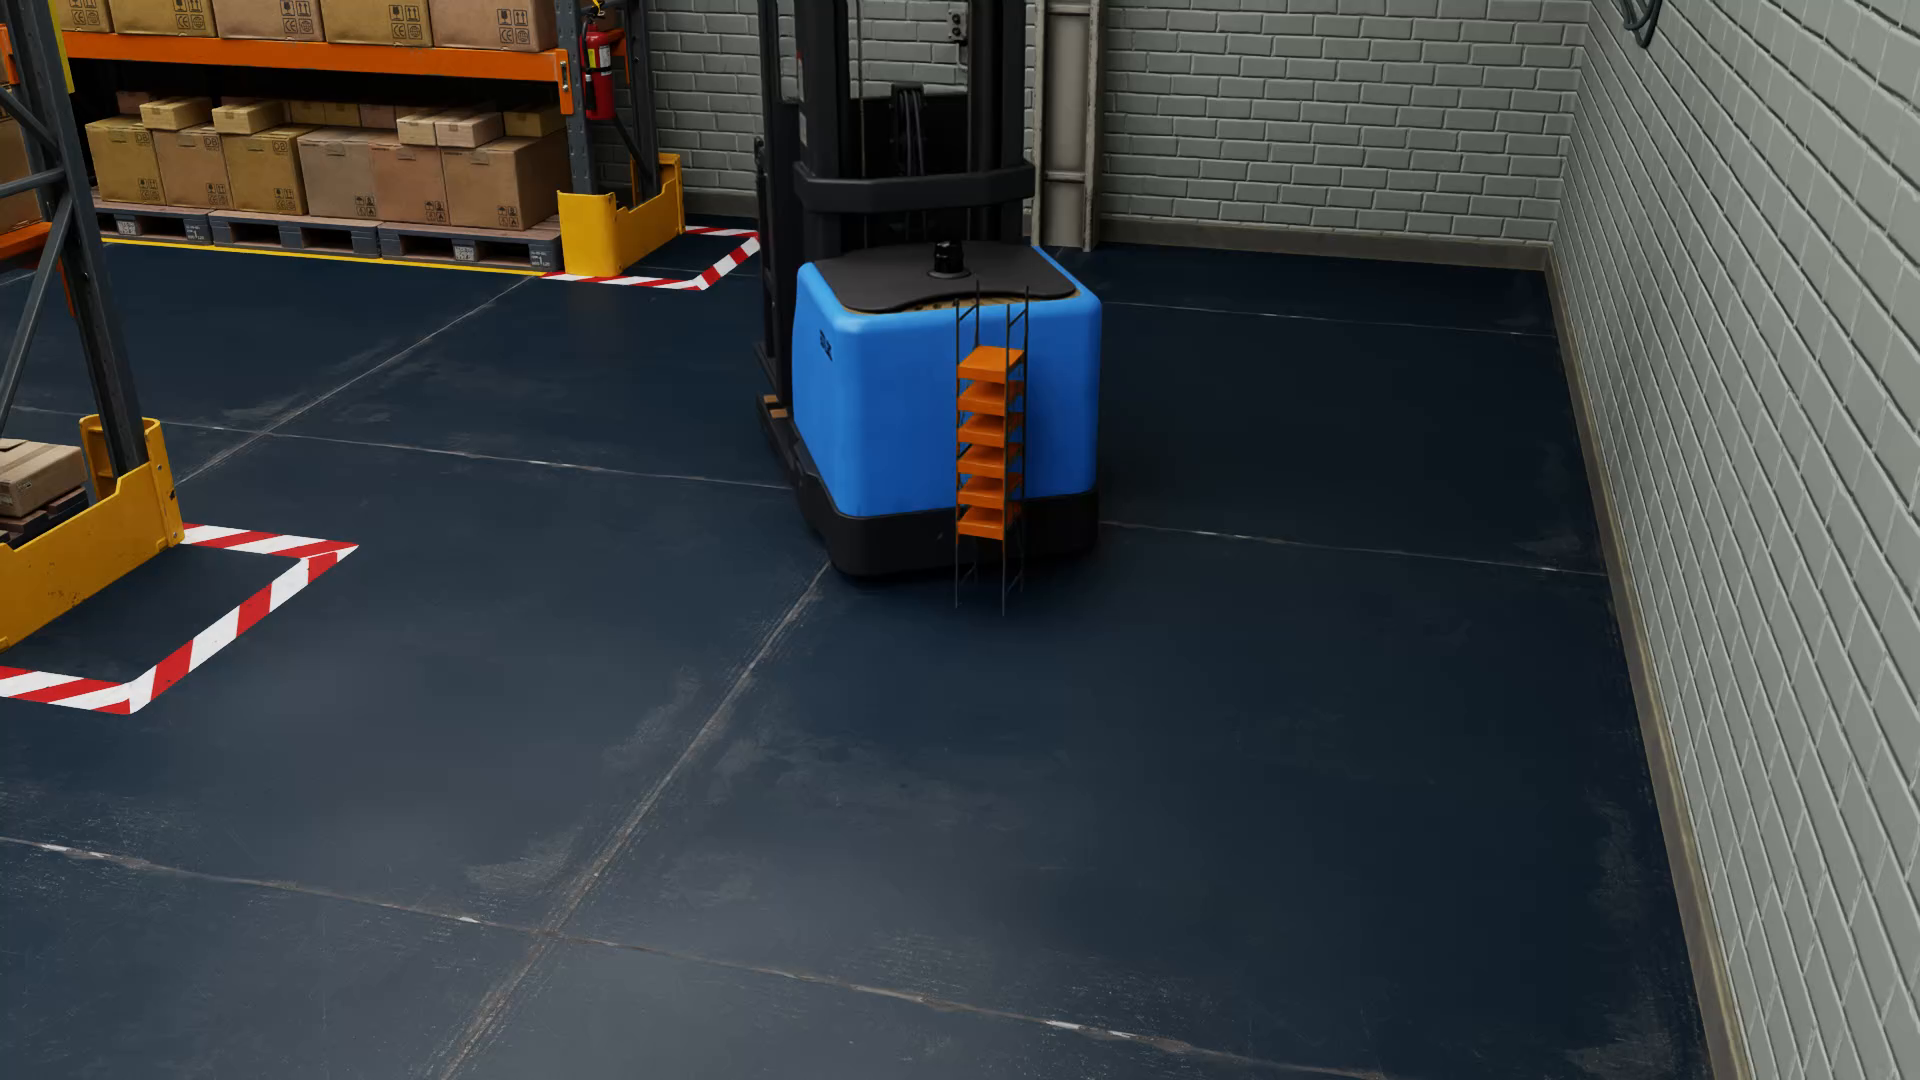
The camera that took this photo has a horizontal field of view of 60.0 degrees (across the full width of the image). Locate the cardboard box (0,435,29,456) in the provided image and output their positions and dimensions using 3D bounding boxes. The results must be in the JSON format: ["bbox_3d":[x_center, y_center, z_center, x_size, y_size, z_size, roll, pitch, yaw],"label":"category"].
[{"bbox_3d":[-3.939,-0.277,6.627,0.250,0.166,0.380,6,26,13],"label":"cardboard box"}]

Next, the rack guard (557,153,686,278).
[{"bbox_3d":[-2.123,-2.075,10.526,0.348,0.500,1.175,6,26,13],"label":"rack guard"}]

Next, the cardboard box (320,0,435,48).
[{"bbox_3d":[-3.350,-3.465,10.190,0.700,0.700,0.980,6,26,13],"label":"cardboard box"}]

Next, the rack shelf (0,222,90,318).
[{"bbox_3d":[-5.313,-1.033,6.266,4.000,0.370,1.077,6,26,13],"label":"rack shelf"}]

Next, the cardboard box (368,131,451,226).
[{"bbox_3d":[-3.334,-2.354,10.624,0.500,0.500,0.700,6,26,13],"label":"cardboard box"}]

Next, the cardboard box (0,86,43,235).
[{"bbox_3d":[-3.741,-1.346,5.971,0.500,0.500,0.500,7,26,14],"label":"cardboard box"}]

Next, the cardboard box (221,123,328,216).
[{"bbox_3d":[-4.339,-2.461,10.850,0.500,0.500,0.700,7,26,14],"label":"cardboard box"}]

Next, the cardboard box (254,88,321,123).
[{"bbox_3d":[-4.402,-2.853,10.917,0.250,0.149,0.380,7,26,14],"label":"cardboard box"}]

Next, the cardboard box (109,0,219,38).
[{"bbox_3d":[-4.793,-3.624,10.524,0.700,0.700,0.980,6,26,12],"label":"cardboard box"}]

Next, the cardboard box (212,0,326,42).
[{"bbox_3d":[-4.086,-3.551,10.369,0.700,0.700,0.980,5,26,10],"label":"cardboard box"}]

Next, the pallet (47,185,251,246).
[{"bbox_3d":[-5.303,-2.261,11.254,1.213,0.211,1.003,6,26,13],"label":"pallet"}]

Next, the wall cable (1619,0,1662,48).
[{"bbox_3d":[3.242,-3.758,7.788,0.112,2.526,3.097,6,26,13],"label":"wall cable"}]

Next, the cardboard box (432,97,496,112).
[{"bbox_3d":[-3.169,-2.717,10.632,0.250,0.149,0.380,6,26,13],"label":"cardboard box"}]

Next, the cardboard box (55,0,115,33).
[{"bbox_3d":[-5.499,-3.705,10.693,0.700,0.700,0.980,7,26,14],"label":"cardboard box"}]

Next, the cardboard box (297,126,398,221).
[{"bbox_3d":[-3.821,-2.407,10.736,0.500,0.500,0.700,5,26,11],"label":"cardboard box"}]

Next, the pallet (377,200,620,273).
[{"bbox_3d":[-2.940,-2.000,10.705,1.213,0.211,1.003,6,26,13],"label":"pallet"}]

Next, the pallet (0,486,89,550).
[{"bbox_3d":[-4.222,0.023,6.457,1.213,0.211,1.003,6,26,13],"label":"pallet"}]

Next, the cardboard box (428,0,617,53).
[{"bbox_3d":[-2.643,-3.392,10.036,0.700,0.700,0.980,8,26,15],"label":"cardboard box"}]

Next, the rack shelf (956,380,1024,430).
[{"bbox_3d":[0.113,-0.494,5.937,0.180,0.103,0.258,9,27,17],"label":"rack shelf"}]

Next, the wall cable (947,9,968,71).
[{"bbox_3d":[-0.671,-3.921,10.315,1.851,1.984,0.084,6,26,13],"label":"wall cable"}]

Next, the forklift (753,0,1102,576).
[{"bbox_3d":[-0.334,-1.799,7.119,1.130,2.935,3.031,-7,26,-14],"label":"forklift"}]

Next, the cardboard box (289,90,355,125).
[{"bbox_3d":[-4.152,-2.825,10.860,0.250,0.149,0.380,6,26,12],"label":"cardboard box"}]

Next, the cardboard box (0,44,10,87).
[{"bbox_3d":[-3.741,-1.797,5.756,0.500,0.500,0.500,7,26,15],"label":"cardboard box"}]

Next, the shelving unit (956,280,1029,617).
[{"bbox_3d":[0.113,-0.317,6.021,0.189,1.200,0.258,9,27,17],"label":"shelving unit"}]

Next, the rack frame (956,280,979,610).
[{"bbox_3d":[0.027,-0.330,6.048,0.006,1.200,0.240,9,27,17],"label":"rack frame"}]

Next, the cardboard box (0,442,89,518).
[{"bbox_3d":[-3.696,-0.243,6.575,0.250,0.149,0.380,6,26,13],"label":"cardboard box"}]

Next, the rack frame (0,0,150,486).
[{"bbox_3d":[-3.376,-1.143,5.662,0.127,3.000,1.000,6,26,13],"label":"rack frame"}]

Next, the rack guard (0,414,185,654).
[{"bbox_3d":[-3.450,-0.023,6.216,0.348,0.500,1.175,6,26,13],"label":"rack guard"}]

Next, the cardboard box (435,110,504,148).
[{"bbox_3d":[-3.019,-2.531,10.242,0.250,0.149,0.380,6,26,12],"label":"cardboard box"}]

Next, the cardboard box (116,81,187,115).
[{"bbox_3d":[-5.413,-2.964,11.150,0.250,0.149,0.380,6,26,13],"label":"cardboard box"}]

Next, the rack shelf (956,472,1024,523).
[{"bbox_3d":[0.113,-0.169,6.092,0.180,0.103,0.258,9,27,17],"label":"rack shelf"}]

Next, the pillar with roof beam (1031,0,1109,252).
[{"bbox_3d":[-0.388,-4.193,5.090,0.400,9.000,9.100,6,26,13],"label":"pillar with roof beam"}]

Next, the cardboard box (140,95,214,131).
[{"bbox_3d":[-5.035,-2.753,10.707,0.250,0.149,0.380,7,26,15],"label":"cardboard box"}]

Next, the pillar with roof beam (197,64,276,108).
[{"bbox_3d":[-6.199,-4.836,6.439,0.400,9.000,9.100,6,26,13],"label":"pillar with roof beam"}]

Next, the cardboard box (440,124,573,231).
[{"bbox_3d":[-2.849,-2.300,10.511,0.500,0.500,0.700,6,26,13],"label":"cardboard box"}]

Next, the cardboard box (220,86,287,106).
[{"bbox_3d":[-4.646,-2.880,10.974,0.250,0.149,0.380,5,26,11],"label":"cardboard box"}]

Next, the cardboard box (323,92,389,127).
[{"bbox_3d":[-3.907,-2.798,10.802,0.250,0.149,0.380,7,26,14],"label":"cardboard box"}]

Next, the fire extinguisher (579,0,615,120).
[{"bbox_3d":[-2.115,-2.794,9.654,0.183,0.674,0.296,6,26,13],"label":"fire extinguisher"}]

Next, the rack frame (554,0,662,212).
[{"bbox_3d":[-2.146,-3.206,9.994,0.127,3.000,1.000,6,26,13],"label":"rack frame"}]

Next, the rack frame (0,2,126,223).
[{"bbox_3d":[-6.020,-3.634,10.894,0.127,3.000,1.000,6,26,13],"label":"rack frame"}]

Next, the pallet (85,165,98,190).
[{"bbox_3d":[-6.786,-2.426,11.601,1.213,0.211,1.003,6,26,13],"label":"pallet"}]

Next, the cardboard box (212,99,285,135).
[{"bbox_3d":[-4.530,-2.697,10.590,0.250,0.149,0.380,6,26,12],"label":"cardboard box"}]

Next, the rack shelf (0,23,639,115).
[{"bbox_3d":[-4.083,-3.095,10.599,4.000,0.370,1.077,6,26,13],"label":"rack shelf"}]

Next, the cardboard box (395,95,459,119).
[{"bbox_3d":[-3.411,-2.744,10.689,0.250,0.149,0.380,7,26,13],"label":"cardboard box"}]

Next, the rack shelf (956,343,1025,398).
[{"bbox_3d":[0.113,-0.602,5.885,0.180,0.103,0.258,9,27,17],"label":"rack shelf"}]

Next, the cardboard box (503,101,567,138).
[{"bbox_3d":[-2.678,-2.663,10.519,0.250,0.149,0.380,6,26,13],"label":"cardboard box"}]

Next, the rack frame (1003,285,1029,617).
[{"bbox_3d":[0.200,-0.304,5.994,0.006,1.200,0.240,9,27,17],"label":"rack frame"}]

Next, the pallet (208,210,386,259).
[{"bbox_3d":[-4.118,-2.131,10.981,1.213,0.211,1.003,6,26,13],"label":"pallet"}]

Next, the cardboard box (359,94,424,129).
[{"bbox_3d":[-3.658,-2.771,10.745,0.250,0.149,0.380,7,26,14],"label":"cardboard box"}]

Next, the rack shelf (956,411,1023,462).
[{"bbox_3d":[0.113,-0.386,5.988,0.180,0.103,0.258,9,27,17],"label":"rack shelf"}]

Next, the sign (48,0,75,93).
[{"bbox_3d":[-3.241,-1.760,5.950,0.005,0.325,0.100,6,26,13],"label":"sign"}]

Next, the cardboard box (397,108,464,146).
[{"bbox_3d":[-3.267,-2.558,10.298,0.250,0.149,0.380,7,26,14],"label":"cardboard box"}]

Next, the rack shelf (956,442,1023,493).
[{"bbox_3d":[0.113,-0.277,6.040,0.180,0.103,0.258,9,27,17],"label":"rack shelf"}]

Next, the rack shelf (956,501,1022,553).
[{"bbox_3d":[0.113,-0.061,6.143,0.180,0.103,0.258,9,27,17],"label":"rack shelf"}]

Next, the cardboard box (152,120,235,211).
[{"bbox_3d":[-4.836,-2.517,10.967,0.500,0.500,0.700,6,26,12],"label":"cardboard box"}]

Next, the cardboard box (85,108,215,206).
[{"bbox_3d":[-5.322,-2.572,11.083,0.500,0.500,0.700,7,26,14],"label":"cardboard box"}]
